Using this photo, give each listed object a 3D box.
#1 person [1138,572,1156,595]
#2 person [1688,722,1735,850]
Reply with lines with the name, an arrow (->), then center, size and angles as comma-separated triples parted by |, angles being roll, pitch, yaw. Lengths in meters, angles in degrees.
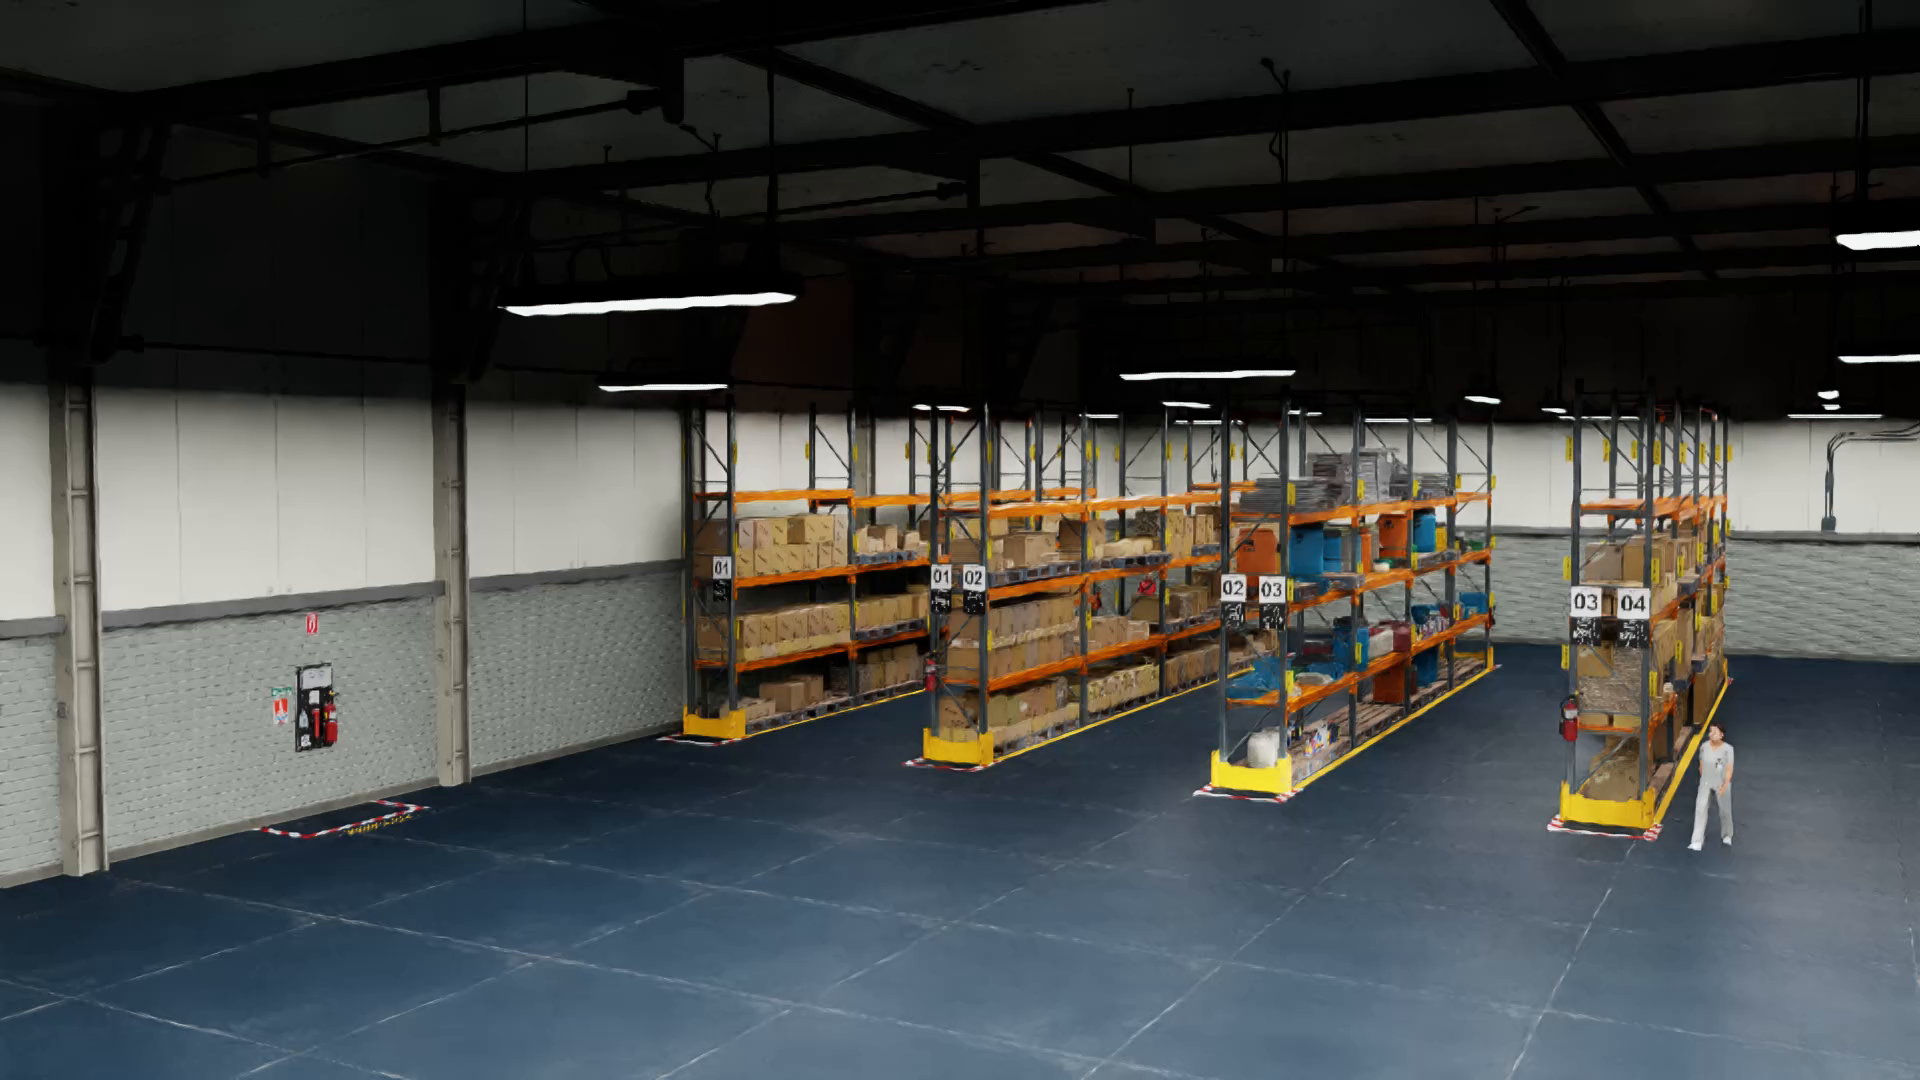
person -> 5.085, 1.723, 46.098 | 0.737, 1.721, 0.528 | -1, 3, -16
person -> 9.514, 3.081, 20.936 | 0.445, 1.603, 1.019 | 2, 4, 37
